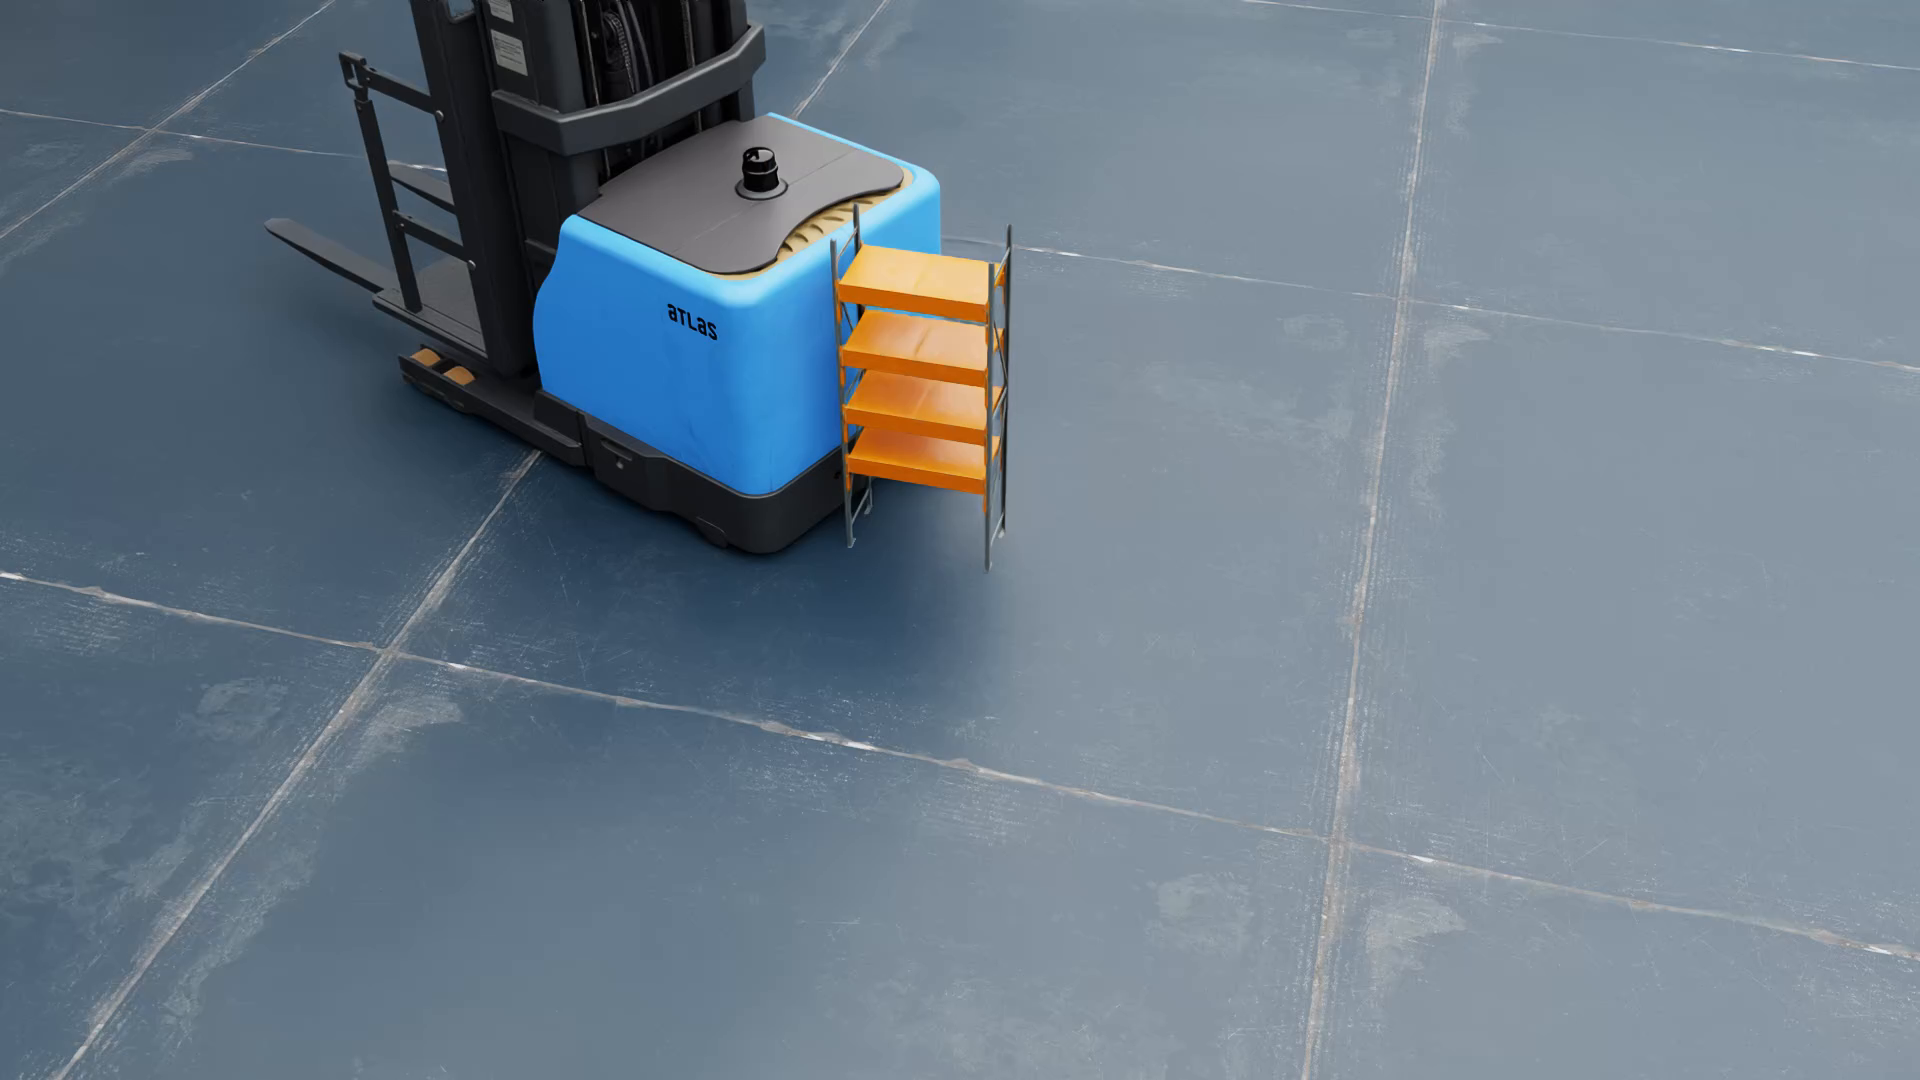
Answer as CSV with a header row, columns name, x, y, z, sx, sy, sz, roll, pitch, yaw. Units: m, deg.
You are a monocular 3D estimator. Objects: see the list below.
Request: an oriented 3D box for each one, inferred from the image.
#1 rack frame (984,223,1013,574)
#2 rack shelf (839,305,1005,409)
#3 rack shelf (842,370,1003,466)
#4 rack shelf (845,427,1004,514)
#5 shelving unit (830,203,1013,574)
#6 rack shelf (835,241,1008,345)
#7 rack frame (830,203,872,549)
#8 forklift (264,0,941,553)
name,x,y,z,sx,sy,sz,roll,pitch,yaw
rack frame,0.121,-0.421,5.319,0.015,1.200,0.240,10,41,12
rack shelf,-0.114,-0.583,5.268,0.480,0.148,0.258,10,41,12
rack shelf,-0.114,-0.411,5.411,0.480,0.148,0.258,10,41,12
rack shelf,-0.114,-0.259,5.539,0.480,0.148,0.258,10,41,12
shelving unit,-0.114,-0.463,5.368,0.503,1.200,0.258,10,41,12
rack shelf,-0.114,-0.764,5.115,0.480,0.148,0.258,10,41,12
rack frame,-0.349,-0.504,5.417,0.015,1.200,0.240,10,41,12
forklift,-1.527,-1.856,5.681,3.031,2.935,1.130,26,47,28
